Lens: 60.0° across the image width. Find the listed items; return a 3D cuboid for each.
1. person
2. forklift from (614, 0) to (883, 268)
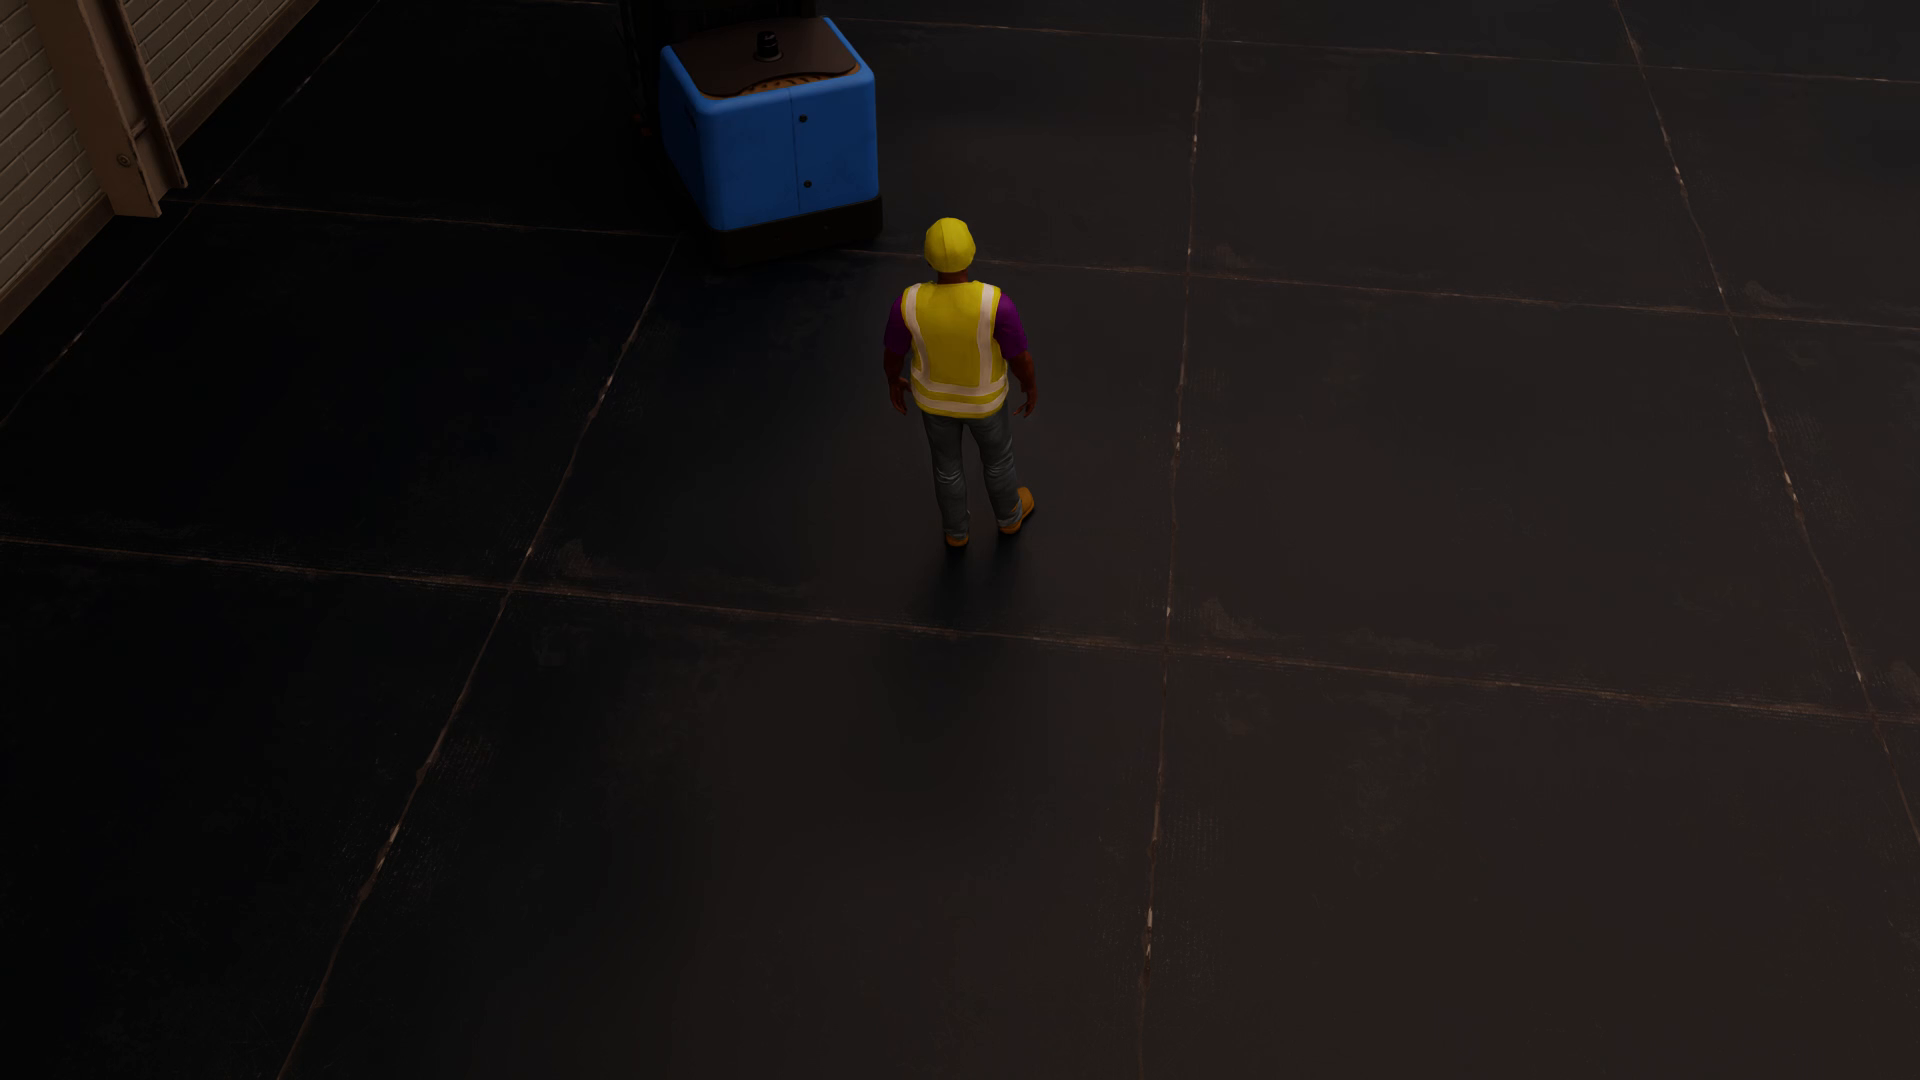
[{"bbox_3d":[0.014,-0.702,7.339,0.666,1.768,0.575,5,43,6],"label":"person"},{"bbox_3d":[-1.487,-3.633,9.679,1.130,2.935,3.031,-16,45,-16],"label":"forklift"}]
